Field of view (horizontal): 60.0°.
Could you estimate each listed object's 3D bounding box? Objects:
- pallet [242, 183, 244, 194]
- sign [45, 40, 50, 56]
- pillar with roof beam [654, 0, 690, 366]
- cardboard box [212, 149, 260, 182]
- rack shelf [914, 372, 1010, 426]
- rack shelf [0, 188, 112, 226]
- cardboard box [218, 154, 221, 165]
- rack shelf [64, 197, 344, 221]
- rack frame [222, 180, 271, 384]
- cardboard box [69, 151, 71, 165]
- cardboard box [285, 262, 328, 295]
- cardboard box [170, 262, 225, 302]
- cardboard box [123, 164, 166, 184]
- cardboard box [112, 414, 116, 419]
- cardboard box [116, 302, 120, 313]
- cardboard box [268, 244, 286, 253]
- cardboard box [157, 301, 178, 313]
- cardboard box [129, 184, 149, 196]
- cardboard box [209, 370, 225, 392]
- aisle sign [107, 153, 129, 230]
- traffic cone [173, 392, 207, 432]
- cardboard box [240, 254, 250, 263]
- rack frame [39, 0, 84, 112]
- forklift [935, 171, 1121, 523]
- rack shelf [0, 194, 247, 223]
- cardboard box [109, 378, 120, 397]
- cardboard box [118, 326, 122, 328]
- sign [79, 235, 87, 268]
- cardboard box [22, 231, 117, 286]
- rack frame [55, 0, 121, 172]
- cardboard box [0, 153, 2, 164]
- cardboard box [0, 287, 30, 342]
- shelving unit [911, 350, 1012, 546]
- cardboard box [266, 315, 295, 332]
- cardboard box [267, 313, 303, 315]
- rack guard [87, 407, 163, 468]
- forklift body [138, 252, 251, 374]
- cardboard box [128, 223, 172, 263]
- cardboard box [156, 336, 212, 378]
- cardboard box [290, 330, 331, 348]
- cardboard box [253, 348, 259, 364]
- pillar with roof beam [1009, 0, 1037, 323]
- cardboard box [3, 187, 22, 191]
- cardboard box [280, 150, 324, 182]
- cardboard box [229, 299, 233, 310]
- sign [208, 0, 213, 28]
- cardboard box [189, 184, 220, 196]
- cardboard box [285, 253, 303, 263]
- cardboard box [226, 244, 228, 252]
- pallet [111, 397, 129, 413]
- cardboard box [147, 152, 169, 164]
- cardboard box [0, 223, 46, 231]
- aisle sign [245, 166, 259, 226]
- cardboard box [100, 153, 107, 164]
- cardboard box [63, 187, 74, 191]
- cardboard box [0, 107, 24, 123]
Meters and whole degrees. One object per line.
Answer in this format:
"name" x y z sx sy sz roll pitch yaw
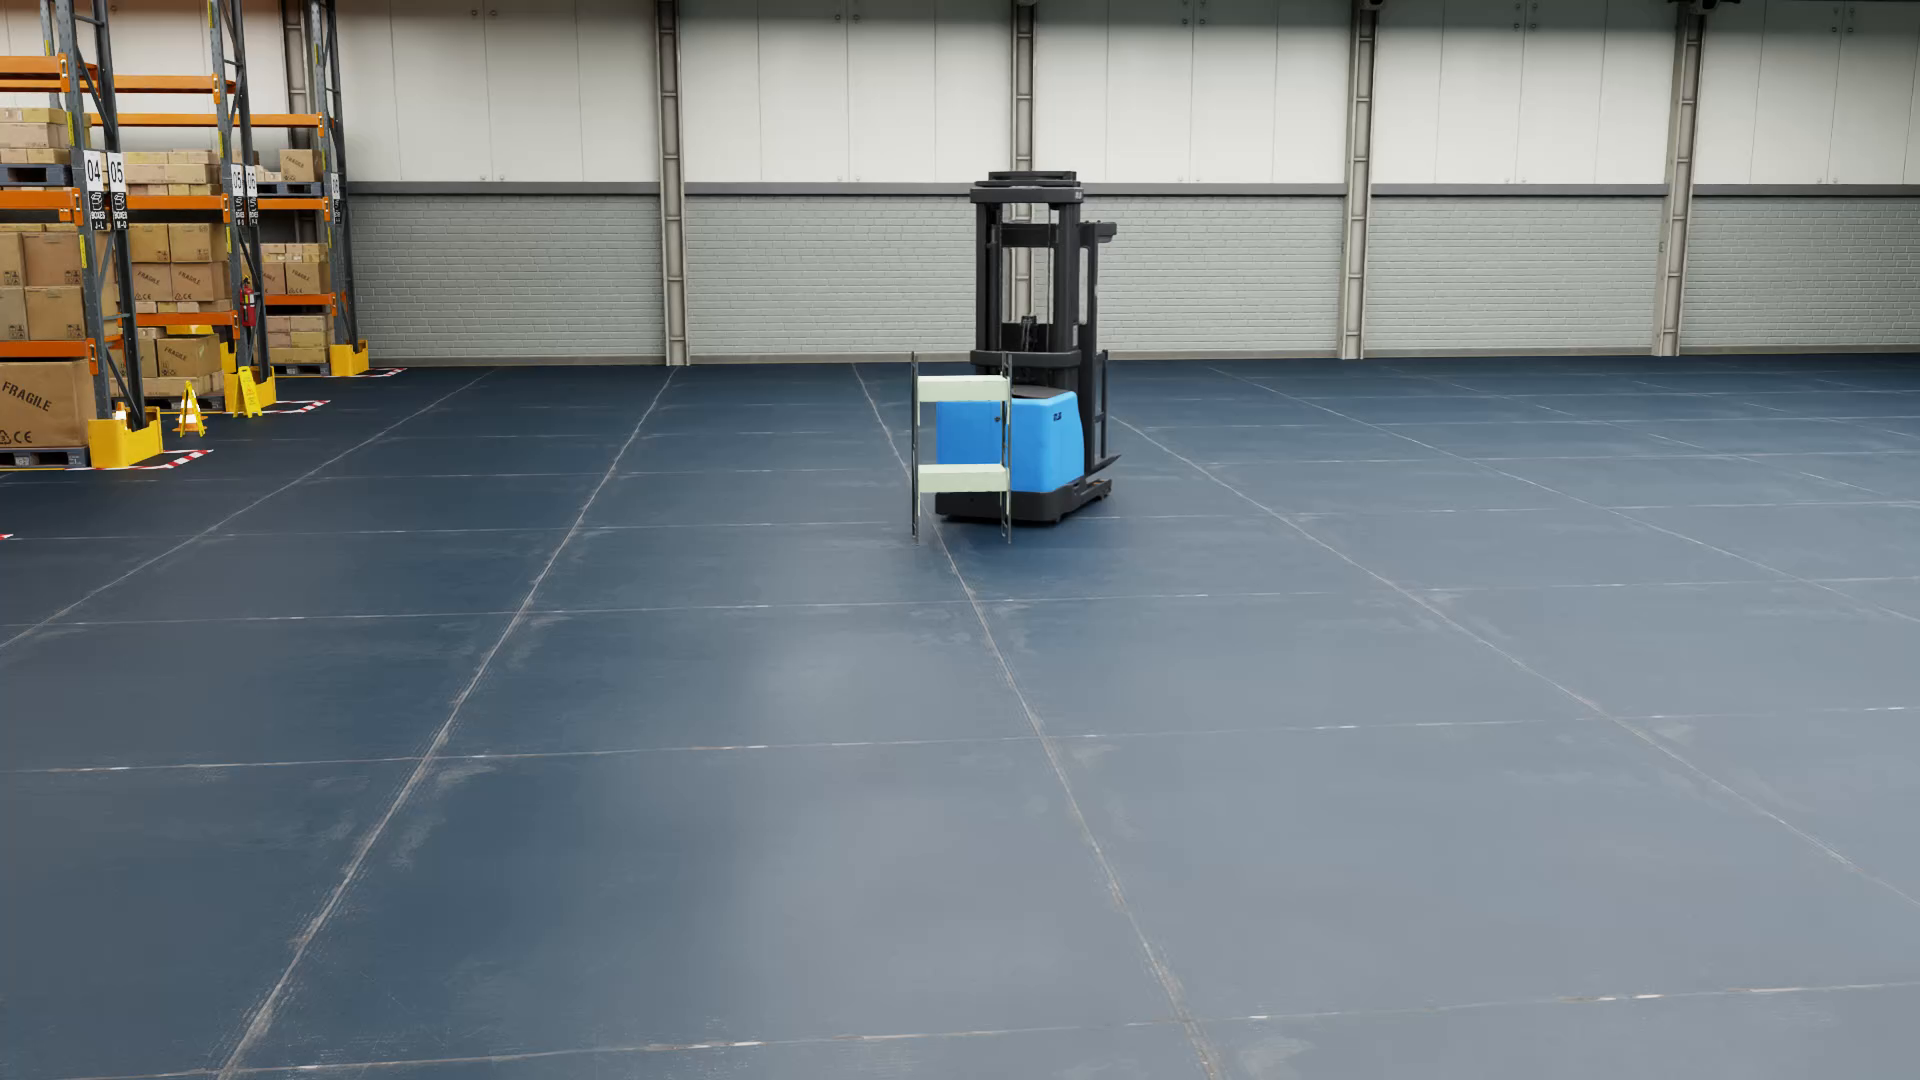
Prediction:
"pallet" -11.976 -5.617 26.617 1.213 0.211 1.003 -1 11 -6
"sign" -13.961 -7.478 25.451 0.005 0.325 0.100 -1 11 -6
"pillar with roof beam" -4.414 -6.626 23.742 0.548 9.000 9.100 -1 11 -6
"cardboard box" -11.497 -5.942 26.435 0.500 0.500 0.700 -1 11 -6
"rack shelf" 0.007 -1.119 13.149 0.720 0.370 0.431 -1 11 -6
"rack shelf" -10.868 -3.402 16.988 4.000 0.370 1.077 -1 11 -6
"cardboard box" -9.890 -5.044 22.057 0.250 0.149 0.380 -1 11 -6
"rack shelf" -12.043 -5.301 26.648 4.000 0.370 1.077 -1 11 -6
"rack frame" -9.515 -3.272 22.238 0.127 3.000 1.000 -1 11 -6
"cardboard box" -9.255 -3.983 17.381 0.250 0.149 0.380 -1 11 -6
"cardboard box" -10.516 -4.213 26.761 0.500 0.500 0.500 -1 11 -7
"cardboard box" -10.025 -3.403 21.873 0.500 0.500 0.500 -1 11 -7
"cardboard box" -10.496 -4.747 21.578 0.500 0.250 0.500 -1 11 -7
"cardboard box" -10.599 -1.459 20.404 0.250 0.149 0.380 5 12 23
"cardboard box" -11.128 -3.060 21.810 0.250 0.149 0.380 -1 11 -7
"cardboard box" -10.887 -4.668 26.624 0.250 0.149 0.380 -1 11 -5
"cardboard box" -10.361 -3.073 21.872 0.250 0.149 0.380 -1 11 -7
"cardboard box" -10.610 -4.557 21.647 0.250 0.149 0.380 -1 11 -6
"cardboard box" -10.347 -2.166 22.647 0.500 0.250 0.500 -1 11 -7
"aisle sign" -8.842 -3.660 17.469 0.004 0.787 0.394 -1 11 -6
"traffic cone" -9.345 -1.566 20.132 0.334 0.463 0.336 -1 11 -6
"cardboard box" -11.393 -4.508 26.584 0.250 0.149 0.380 -2 11 -8
"rack frame" -14.031 -7.085 26.077 0.127 3.000 1.000 -1 11 -6
"forklift" 0.768 -1.827 15.062 1.130 2.935 3.031 4 12 20
"rack shelf" -11.503 -4.350 21.806 4.000 0.370 1.077 -1 11 -6
"cardboard box" -11.325 -2.040 22.006 0.500 0.250 0.500 -2 11 -8
"cardboard box" -11.153 -2.719 21.834 0.250 0.149 0.380 -1 11 -4
"sign" -8.835 -2.905 16.755 0.005 0.325 0.100 -1 11 -6
"cardboard box" -9.253 -2.928 17.300 0.550 0.550 0.875 -1 11 -6
"rack frame" -8.880 -5.269 16.841 0.127 3.000 1.000 -1 11 -6
"cardboard box" -9.680 -3.846 16.685 0.250 0.149 0.380 -1 11 -5
"cardboard box" -9.788 -2.367 17.242 0.550 0.550 0.875 -1 11 -6
"shelving unit" 0.007 -0.736 13.224 0.755 1.500 0.431 -1 11 -6
"cardboard box" -10.986 -3.491 26.795 0.500 0.250 0.500 -1 11 -5
"cardboard box" -11.049 -3.587 27.285 0.500 0.250 0.500 -1 11 -6
"rack guard" -8.856 -1.099 17.664 0.348 0.500 1.175 -1 11 -6
"forklift body" -11.743 -3.418 25.181 1.214 2.155 2.313 -1 11 -6
"cardboard box" -10.503 -3.896 21.790 0.500 0.500 0.700 -1 11 -6
"cardboard box" -10.283 -2.431 22.051 0.500 0.500 0.500 -1 11 -6
"cardboard box" -10.505 -3.256 26.899 0.500 0.250 0.500 -1 11 -7
"cardboard box" -11.481 -2.994 26.858 0.500 0.250 0.500 -1 11 -5
"pillar with roof beam" 1.550 -6.751 24.378 0.548 9.000 9.100 -1 11 -6
"cardboard box" -12.134 -4.519 21.455 0.250 0.149 0.380 -2 11 -8
"cardboard box" -10.468 -5.944 26.446 0.500 0.500 0.500 -1 11 -4
"cardboard box" -9.875 -3.182 22.428 0.250 0.149 0.380 -1 11 -6
"sign" -9.475 -6.645 21.010 0.005 0.325 0.100 -1 11 -6
"cardboard box" -9.839 -4.560 21.662 0.250 0.149 0.380 -1 11 -6
"cardboard box" -10.620 -4.520 26.641 0.250 0.149 0.380 -1 11 -5
"cardboard box" -11.646 -4.644 26.502 0.250 0.149 0.380 -1 11 -5
"pallet" -11.612 -1.868 22.321 1.213 0.211 1.003 -1 11 -6
"cardboard box" -10.332 -4.942 21.537 0.250 0.149 0.380 -1 11 -7
"cardboard box" -12.018 -3.854 21.574 0.500 0.500 0.700 -1 11 -7
"aisle sign" -9.487 -4.609 22.296 0.004 0.787 0.394 -1 11 -6
"cardboard box" -11.096 -4.942 21.539 0.250 0.149 0.380 -2 11 -8
"cardboard box" -11.362 -4.519 21.456 0.250 0.149 0.380 -1 11 -7
"cardboard box" -9.427 -4.243 16.636 0.250 0.149 0.380 -1 11 -6
